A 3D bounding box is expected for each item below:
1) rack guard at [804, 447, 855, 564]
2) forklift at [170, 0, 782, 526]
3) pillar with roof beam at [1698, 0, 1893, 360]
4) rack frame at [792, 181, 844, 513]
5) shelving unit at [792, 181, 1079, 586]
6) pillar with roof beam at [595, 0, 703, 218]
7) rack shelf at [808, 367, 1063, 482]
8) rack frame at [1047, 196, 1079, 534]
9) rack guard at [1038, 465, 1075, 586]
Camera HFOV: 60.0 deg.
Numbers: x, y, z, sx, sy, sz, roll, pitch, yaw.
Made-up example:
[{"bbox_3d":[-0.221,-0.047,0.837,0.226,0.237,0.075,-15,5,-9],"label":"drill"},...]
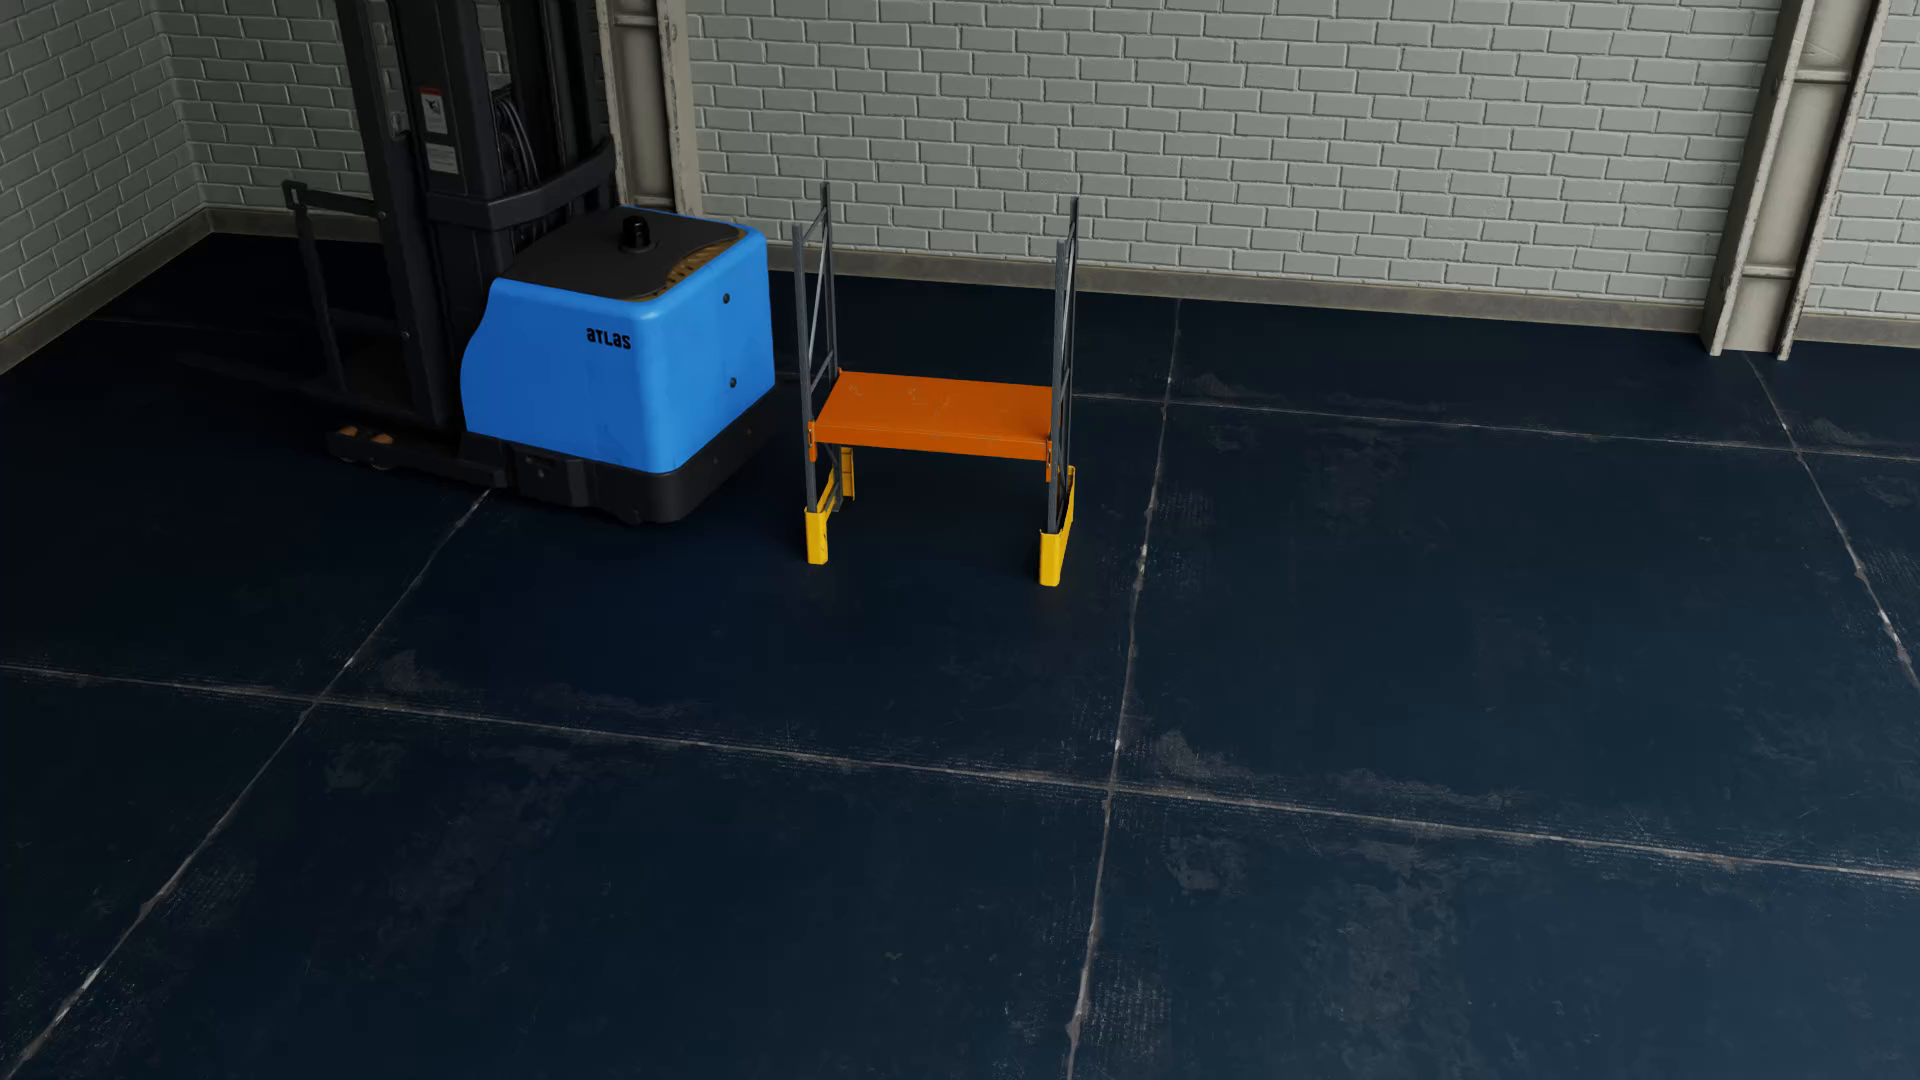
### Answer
[{"bbox_3d":[-0.566,-0.157,7.266,0.087,0.250,0.587,5,32,8],"label":"rack guard"},{"bbox_3d":[-2.421,-1.811,7.381,3.031,2.935,1.130,13,34,20],"label":"forklift"},{"bbox_3d":[3.469,-2.607,2.934,0.400,9.000,9.100,5,32,8],"label":"pillar with roof beam"},{"bbox_3d":[-0.585,-0.689,6.937,0.032,1.500,0.500,5,32,8],"label":"rack frame"},{"bbox_3d":[-0.075,-0.643,6.863,1.083,1.500,0.587,5,32,8],"label":"shelving unit"},{"bbox_3d":[-2.445,-3.143,3.790,0.400,9.000,9.100,5,32,8],"label":"pillar with roof beam"},{"bbox_3d":[-0.084,-0.491,6.960,1.000,0.185,0.538,5,32,8],"label":"rack shelf"},{"bbox_3d":[0.417,-0.598,6.792,0.032,1.500,0.500,5,32,8],"label":"rack frame"},{"bbox_3d":[0.416,-0.068,7.124,0.087,0.250,0.587,5,32,8],"label":"rack guard"}]
